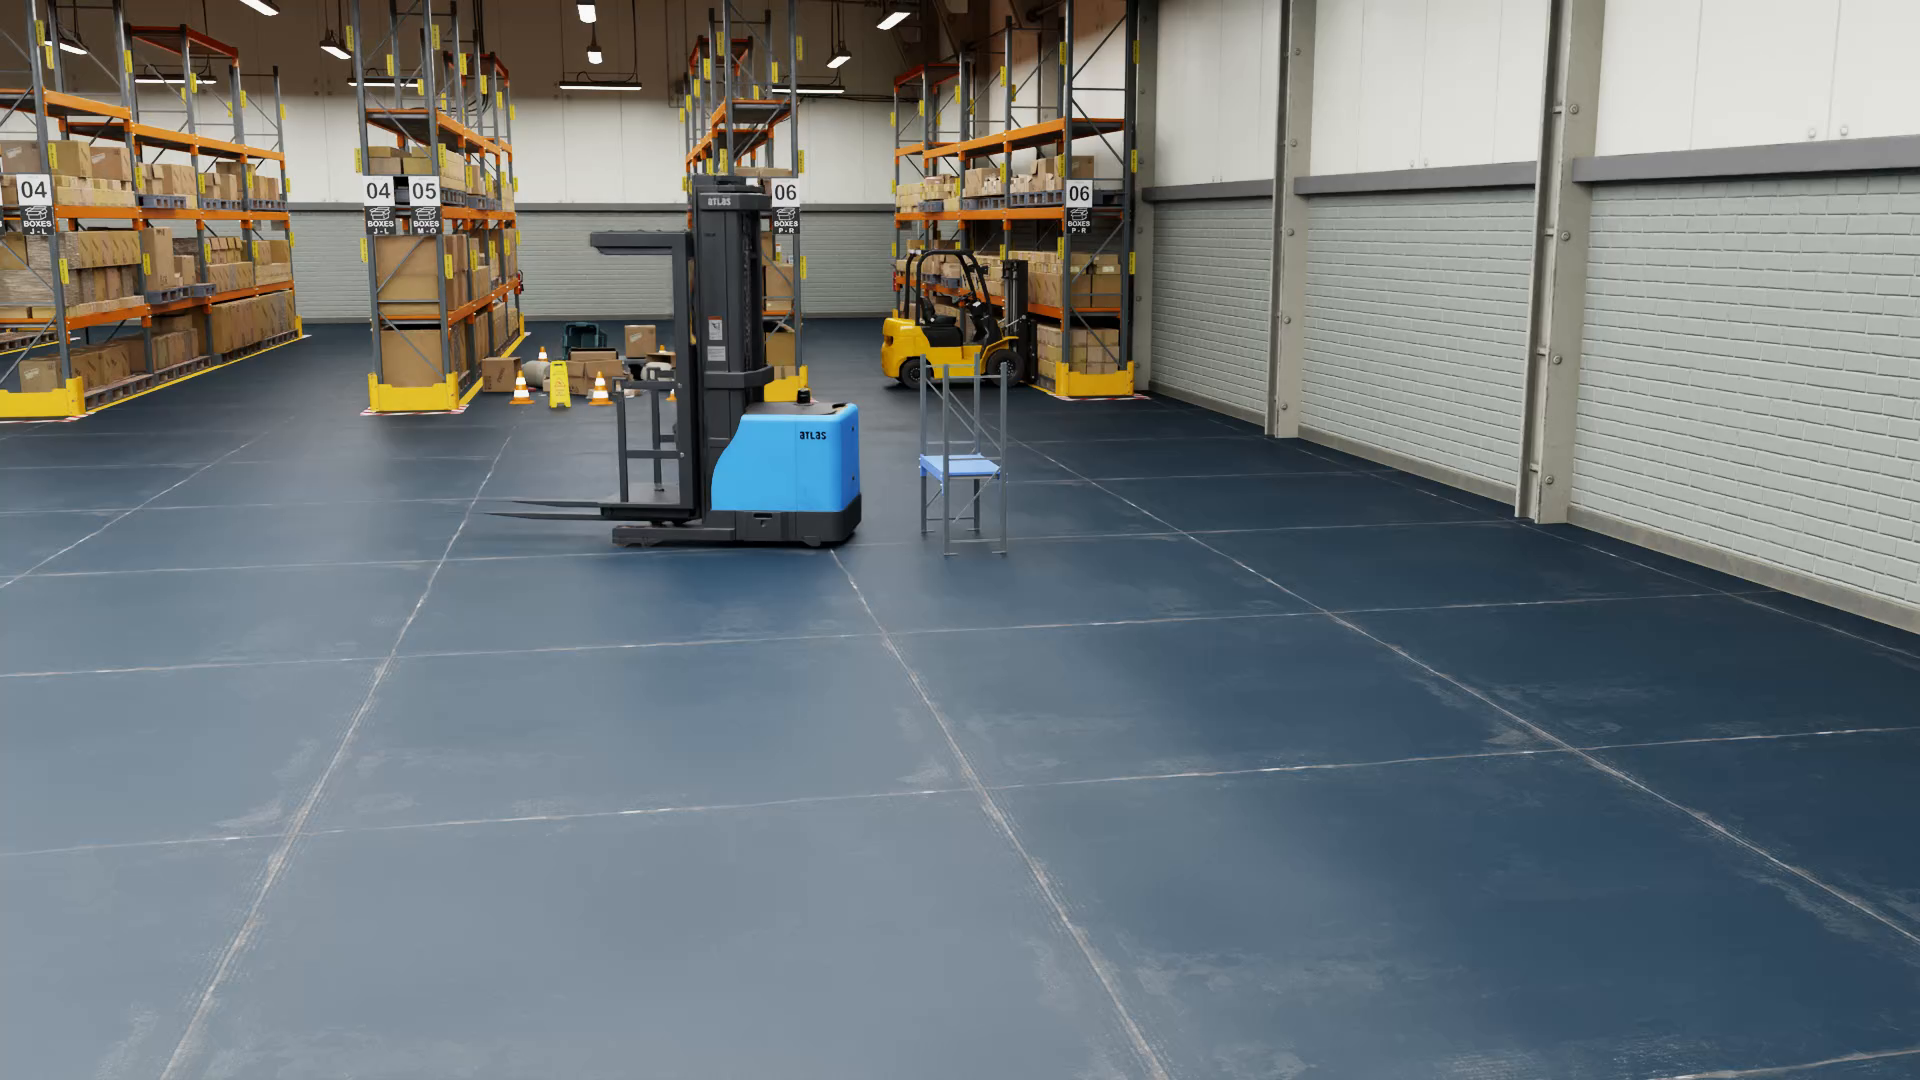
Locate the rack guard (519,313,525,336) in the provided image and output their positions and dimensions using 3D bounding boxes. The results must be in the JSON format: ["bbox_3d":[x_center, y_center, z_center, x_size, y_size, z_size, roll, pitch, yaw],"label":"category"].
[{"bbox_3d":[-10.753,-5.010,38.683,1.175,0.500,0.348,-2,11,-11],"label":"rack guard"}]

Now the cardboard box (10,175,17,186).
[{"bbox_3d":[-12.837,-4.843,22.432,0.380,0.149,0.250,-2,11,-13],"label":"cardboard box"}]

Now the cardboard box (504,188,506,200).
[{"bbox_3d":[-9.941,-7.353,35.346,0.500,0.250,0.500,-2,11,-11],"label":"cardboard box"}]

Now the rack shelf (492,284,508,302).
[{"bbox_3d":[-9.601,-4.798,32.808,1.077,0.370,4.000,-2,11,-11],"label":"rack shelf"}]

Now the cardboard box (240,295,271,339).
[{"bbox_3d":[-14.925,-4.643,34.629,0.875,0.875,0.875,-2,11,-11],"label":"cardboard box"}]

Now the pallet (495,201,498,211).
[{"bbox_3d":[-9.770,-6.593,32.791,1.213,0.211,1.003,-2,11,-11],"label":"pallet"}]

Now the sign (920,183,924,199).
[{"bbox_3d":[-0.817,-7.605,36.224,0.100,0.325,0.005,-2,11,-11],"label":"sign"}]

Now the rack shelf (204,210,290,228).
[{"bbox_3d":[-15.264,-6.844,35.532,1.077,0.370,4.000,-2,11,-11],"label":"rack shelf"}]

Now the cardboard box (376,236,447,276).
[{"bbox_3d":[-7.690,-3.991,23.355,0.875,0.550,0.550,-2,11,-11],"label":"cardboard box"}]

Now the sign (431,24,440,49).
[{"bbox_3d":[-7.111,-6.820,22.542,0.100,0.325,0.005,-2,11,-11],"label":"sign"}]

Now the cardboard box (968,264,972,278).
[{"bbox_3d":[0.435,-5.154,31.819,0.500,0.250,0.500,-2,11,-9],"label":"cardboard box"}]

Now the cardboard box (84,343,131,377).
[{"bbox_3d":[-13.281,-2.793,25.911,0.500,0.500,0.500,-2,11,-13],"label":"cardboard box"}]

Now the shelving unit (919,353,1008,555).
[{"bbox_3d":[0.017,-0.721,13.474,0.538,1.500,1.048,-2,11,-11],"label":"shelving unit"}]

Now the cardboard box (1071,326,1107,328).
[{"bbox_3d":[2.039,-3.231,26.205,0.500,0.250,0.500,-2,11,-11],"label":"cardboard box"}]

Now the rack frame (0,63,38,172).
[{"bbox_3d":[-20.511,-8.857,36.165,1.000,3.000,0.127,-2,11,-11],"label":"rack frame"}]

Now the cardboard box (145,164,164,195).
[{"bbox_3d":[-13.497,-5.883,27.159,0.797,0.503,0.637,-2,11,-9],"label":"cardboard box"}]

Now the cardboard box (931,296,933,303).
[{"bbox_3d":[-0.418,-5.268,36.384,0.380,0.149,0.250,-2,11,-12],"label":"cardboard box"}]

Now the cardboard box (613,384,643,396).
[{"bbox_3d":[-5.057,-2.283,25.291,0.380,0.149,0.250,4,11,18],"label":"cardboard box"}]

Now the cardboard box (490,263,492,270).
[{"bbox_3d":[-9.361,-5.346,32.515,0.380,0.149,0.250,-2,11,-12],"label":"cardboard box"}]

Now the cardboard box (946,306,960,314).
[{"bbox_3d":[-0.083,-4.787,34.653,0.380,0.149,0.250,-3,11,-14],"label":"cardboard box"}]

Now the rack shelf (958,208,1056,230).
[{"bbox_3d":[0.881,-5.918,30.669,1.077,0.370,4.000,-2,11,-11],"label":"rack shelf"}]

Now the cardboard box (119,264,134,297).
[{"bbox_3d":[-13.292,-4.000,25.627,0.875,0.500,0.500,-2,11,-11],"label":"cardboard box"}]

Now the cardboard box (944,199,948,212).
[{"bbox_3d":[-0.042,-6.834,33.957,0.500,0.250,0.500,-2,11,-11],"label":"cardboard box"}]

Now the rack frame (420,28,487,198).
[{"bbox_3d":[-9.212,-7.732,30.253,1.000,3.000,0.127,-2,11,-11],"label":"rack frame"}]

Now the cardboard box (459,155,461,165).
[{"bbox_3d":[-7.953,-5.901,25.802,0.380,0.149,0.250,-2,11,-11],"label":"cardboard box"}]

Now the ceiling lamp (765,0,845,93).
[{"bbox_3d":[-3.869,-12.853,41.549,2.000,3.185,0.800,-2,11,-11],"label":"ceiling lamp"}]

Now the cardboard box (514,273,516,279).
[{"bbox_3d":[-10.427,-6.079,38.286,0.380,0.149,0.250,-2,11,-11],"label":"cardboard box"}]

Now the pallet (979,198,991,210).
[{"bbox_3d":[0.932,-6.219,30.832,1.003,0.211,1.213,-2,11,-8],"label":"pallet"}]

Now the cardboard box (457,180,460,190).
[{"bbox_3d":[-7.852,-5.415,25.385,0.380,0.149,0.250,-2,11,-10],"label":"cardboard box"}]

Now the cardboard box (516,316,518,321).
[{"bbox_3d":[-10.385,-5.118,38.268,0.380,0.149,0.250,-2,11,-13],"label":"cardboard box"}]

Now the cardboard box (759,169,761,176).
[{"bbox_3d":[-2.754,-5.376,24.438,0.380,0.149,0.250,-2,11,-11],"label":"cardboard box"}]

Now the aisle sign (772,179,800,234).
[{"bbox_3d":[-2.504,-4.793,23.905,0.394,0.787,0.004,-2,11,-11],"label":"aisle sign"}]

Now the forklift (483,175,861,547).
[{"bbox_3d":[-2.388,-1.479,13.628,3.031,2.935,1.130,1,11,5],"label":"forklift"}]

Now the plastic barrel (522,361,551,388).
[{"bbox_3d":[-6.709,-2.633,26.400,0.512,0.421,0.421,6,12,28],"label":"plastic barrel"}]

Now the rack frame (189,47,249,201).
[{"bbox_3d":[-14.875,-8.304,33.257,1.000,3.000,0.127,-2,11,-11],"label":"rack frame"}]

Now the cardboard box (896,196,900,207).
[{"bbox_3d":[-1.246,-8.087,39.744,0.500,0.250,0.500,-2,11,-12],"label":"cardboard box"}]

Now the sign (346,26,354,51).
[{"bbox_3d":[-8.191,-6.745,22.359,0.100,0.325,0.005,-2,11,-11],"label":"sign"}]

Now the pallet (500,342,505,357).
[{"bbox_3d":[-9.597,-3.782,33.001,1.003,0.211,1.213,-2,11,-11],"label":"pallet"}]

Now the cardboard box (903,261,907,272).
[{"bbox_3d":[-1.040,-6.426,39.042,0.500,0.250,0.500,-2,11,-12],"label":"cardboard box"}]

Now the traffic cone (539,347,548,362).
[{"bbox_3d":[-7.214,-3.106,28.777,0.336,0.463,0.334,-2,11,-11],"label":"traffic cone"}]

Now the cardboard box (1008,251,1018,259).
[{"bbox_3d":[1.041,-4.876,28.493,0.380,0.149,0.250,-2,11,-10],"label":"cardboard box"}]

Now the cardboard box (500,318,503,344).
[{"bbox_3d":[-9.404,-4.182,33.208,0.500,0.500,0.500,-2,11,-12],"label":"cardboard box"}]

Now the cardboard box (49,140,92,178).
[{"bbox_3d":[-12.565,-5.352,23.373,0.500,0.500,0.500,-2,11,-11],"label":"cardboard box"}]

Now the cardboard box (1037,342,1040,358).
[{"bbox_3d":[1.439,-3.063,26.659,0.500,0.250,0.500,-2,11,-12],"label":"cardboard box"}]

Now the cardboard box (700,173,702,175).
[{"bbox_3d":[-4.598,-6.778,31.862,0.797,0.503,0.637,-3,11,-15],"label":"cardboard box"}]

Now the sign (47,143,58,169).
[{"bbox_3d":[-12.009,-5.079,21.996,0.100,0.325,0.005,-2,11,-11],"label":"sign"}]

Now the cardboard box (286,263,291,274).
[{"bbox_3d":[-15.298,-6.084,37.242,0.500,0.250,0.500,-2,11,-12],"label":"cardboard box"}]

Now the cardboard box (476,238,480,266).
[{"bbox_3d":[-9.135,-5.243,30.277,0.700,0.500,0.500,-2,11,-11],"label":"cardboard box"}]

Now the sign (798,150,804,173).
[{"bbox_3d":[-2.288,-5.439,23.890,0.100,0.325,0.005,-2,11,-11],"label":"sign"}]

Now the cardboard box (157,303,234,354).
[{"bbox_3d":[-14.211,-3.913,30.792,1.225,0.875,0.875,-3,11,-14],"label":"cardboard box"}]

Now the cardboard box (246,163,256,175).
[{"bbox_3d":[-15.270,-7.866,35.315,0.500,0.250,0.500,-2,11,-13],"label":"cardboard box"}]

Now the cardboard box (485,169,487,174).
[{"bbox_3d":[-9.121,-6.862,31.392,0.396,0.266,0.258,-2,11,-11],"label":"cardboard box"}]

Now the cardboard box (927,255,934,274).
[{"bbox_3d":[-0.311,-5.962,35.607,0.700,0.500,0.500,-2,11,-10],"label":"cardboard box"}]

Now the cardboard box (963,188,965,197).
[{"bbox_3d":[0.262,-6.704,32.108,0.380,0.166,0.250,-2,11,-11],"label":"cardboard box"}]

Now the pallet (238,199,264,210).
[{"bbox_3d":[-15.024,-6.937,34.336,1.003,0.211,1.213,-2,11,-11],"label":"pallet"}]

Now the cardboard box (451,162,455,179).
[{"bbox_3d":[-7.794,-5.495,24.735,0.500,0.250,0.500,-2,11,-11],"label":"cardboard box"}]
